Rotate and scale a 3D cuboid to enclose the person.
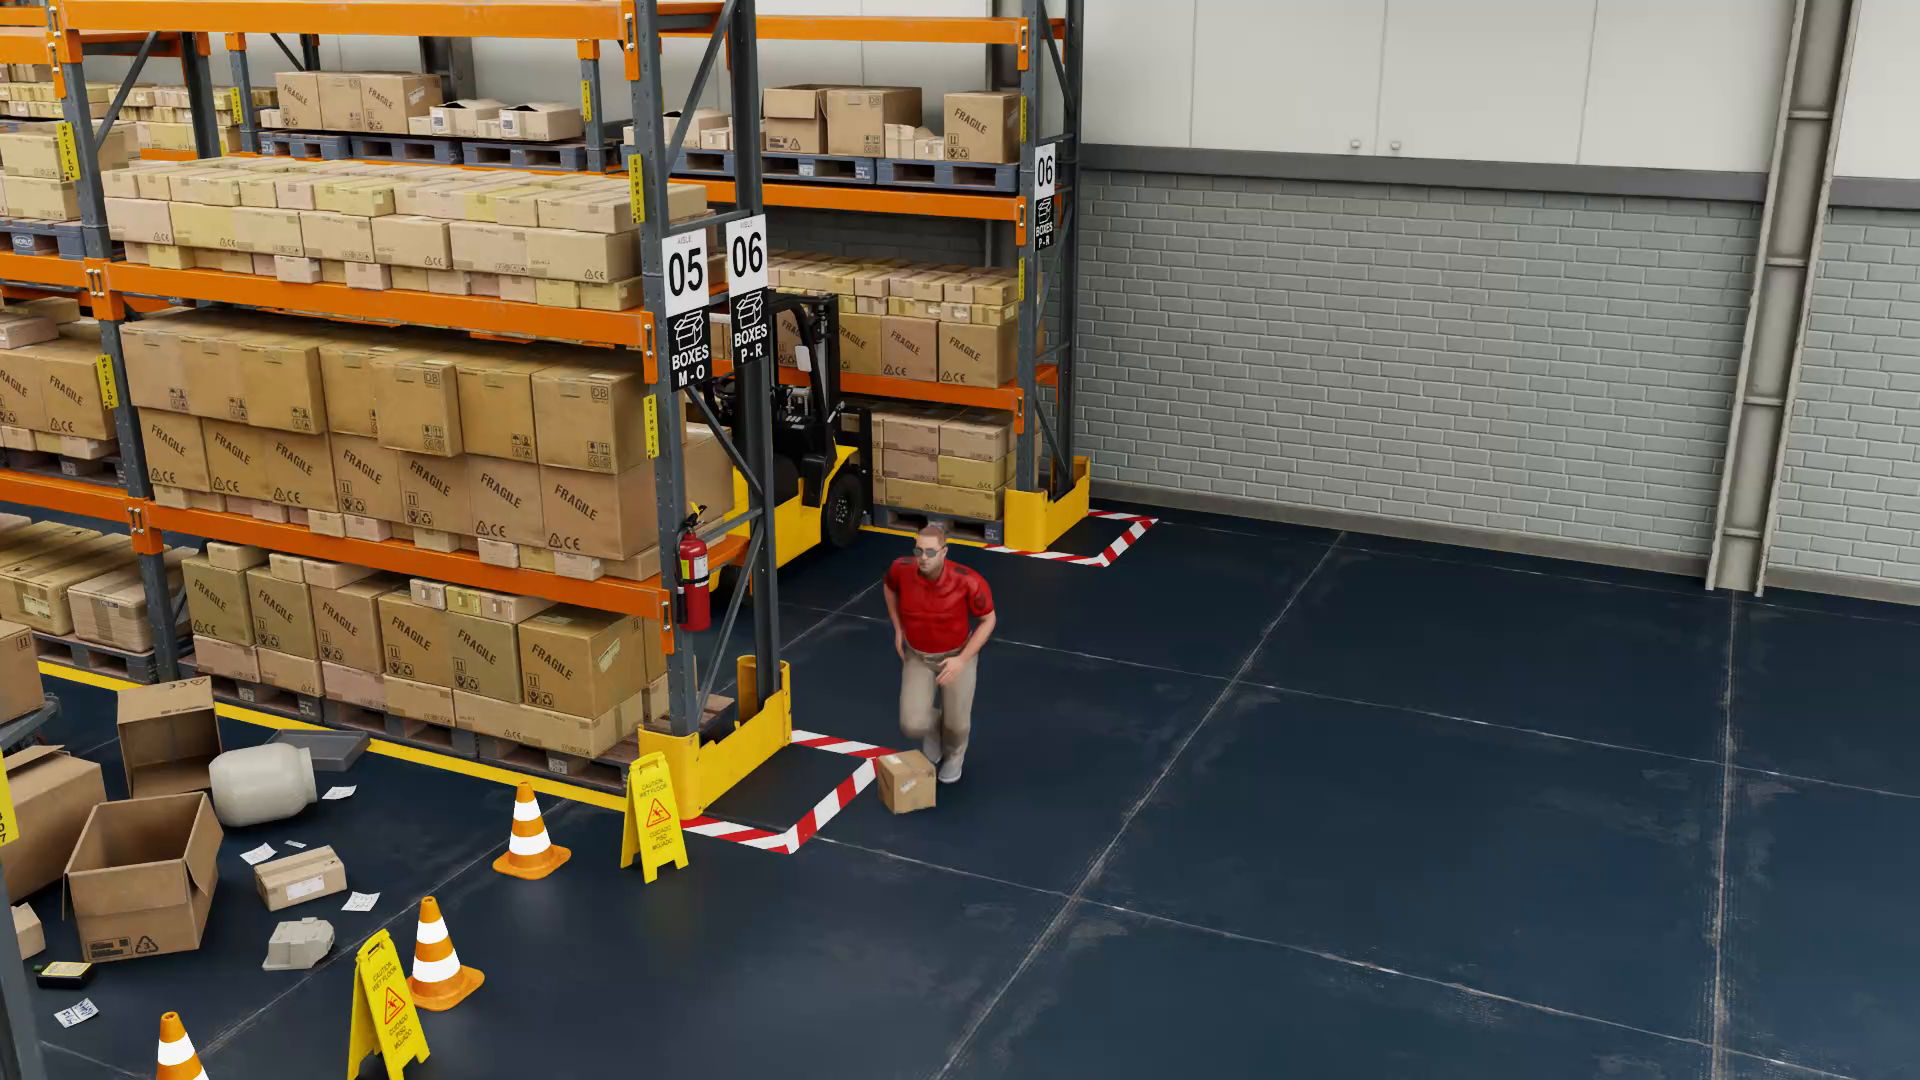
[{"bbox_3d":[-0.113,0.643,9.358,0.683,1.632,0.650,5,19,13],"label":"person"}]
